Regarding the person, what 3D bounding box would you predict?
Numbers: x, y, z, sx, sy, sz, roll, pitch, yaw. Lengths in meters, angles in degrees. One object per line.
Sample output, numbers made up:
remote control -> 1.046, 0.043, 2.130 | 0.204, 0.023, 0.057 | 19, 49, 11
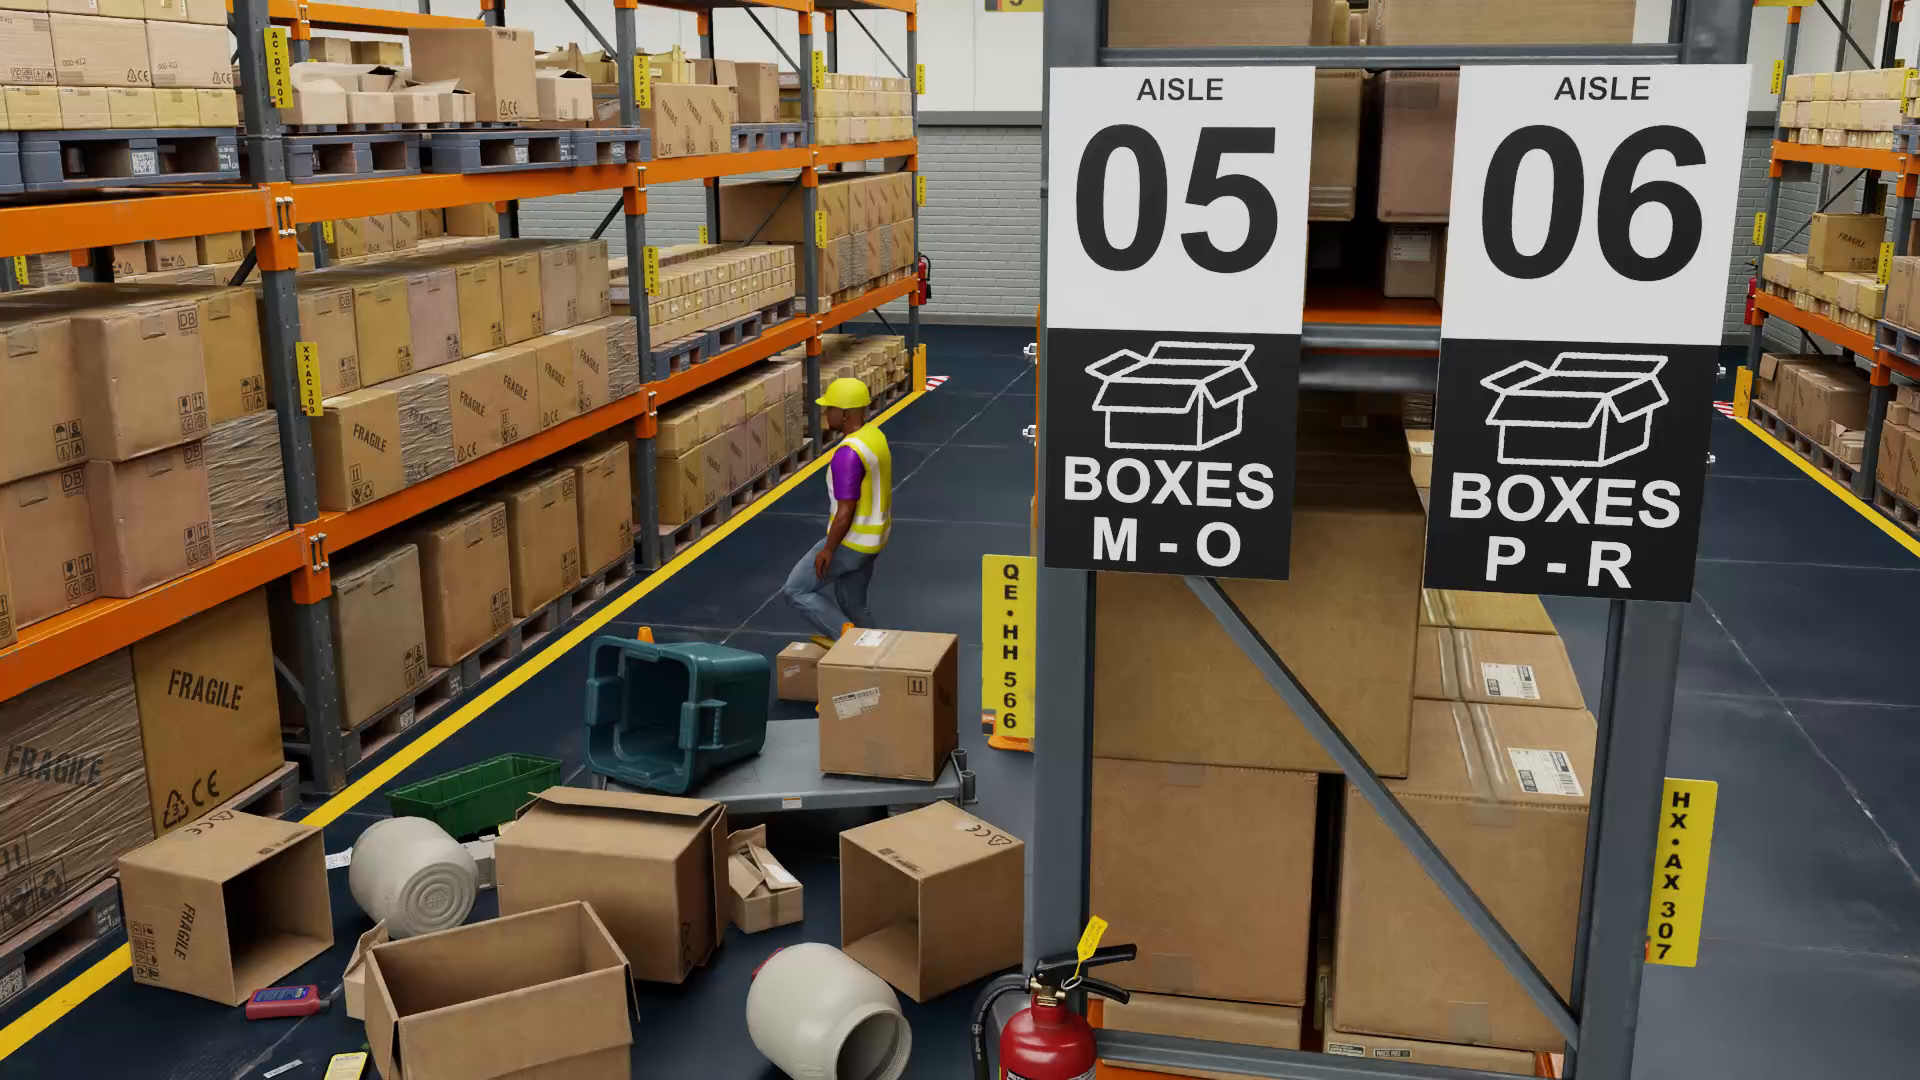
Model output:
person -> -0.645, -0.003, 8.975 | 0.555, 1.766, 0.625 | 3, 15, 11
